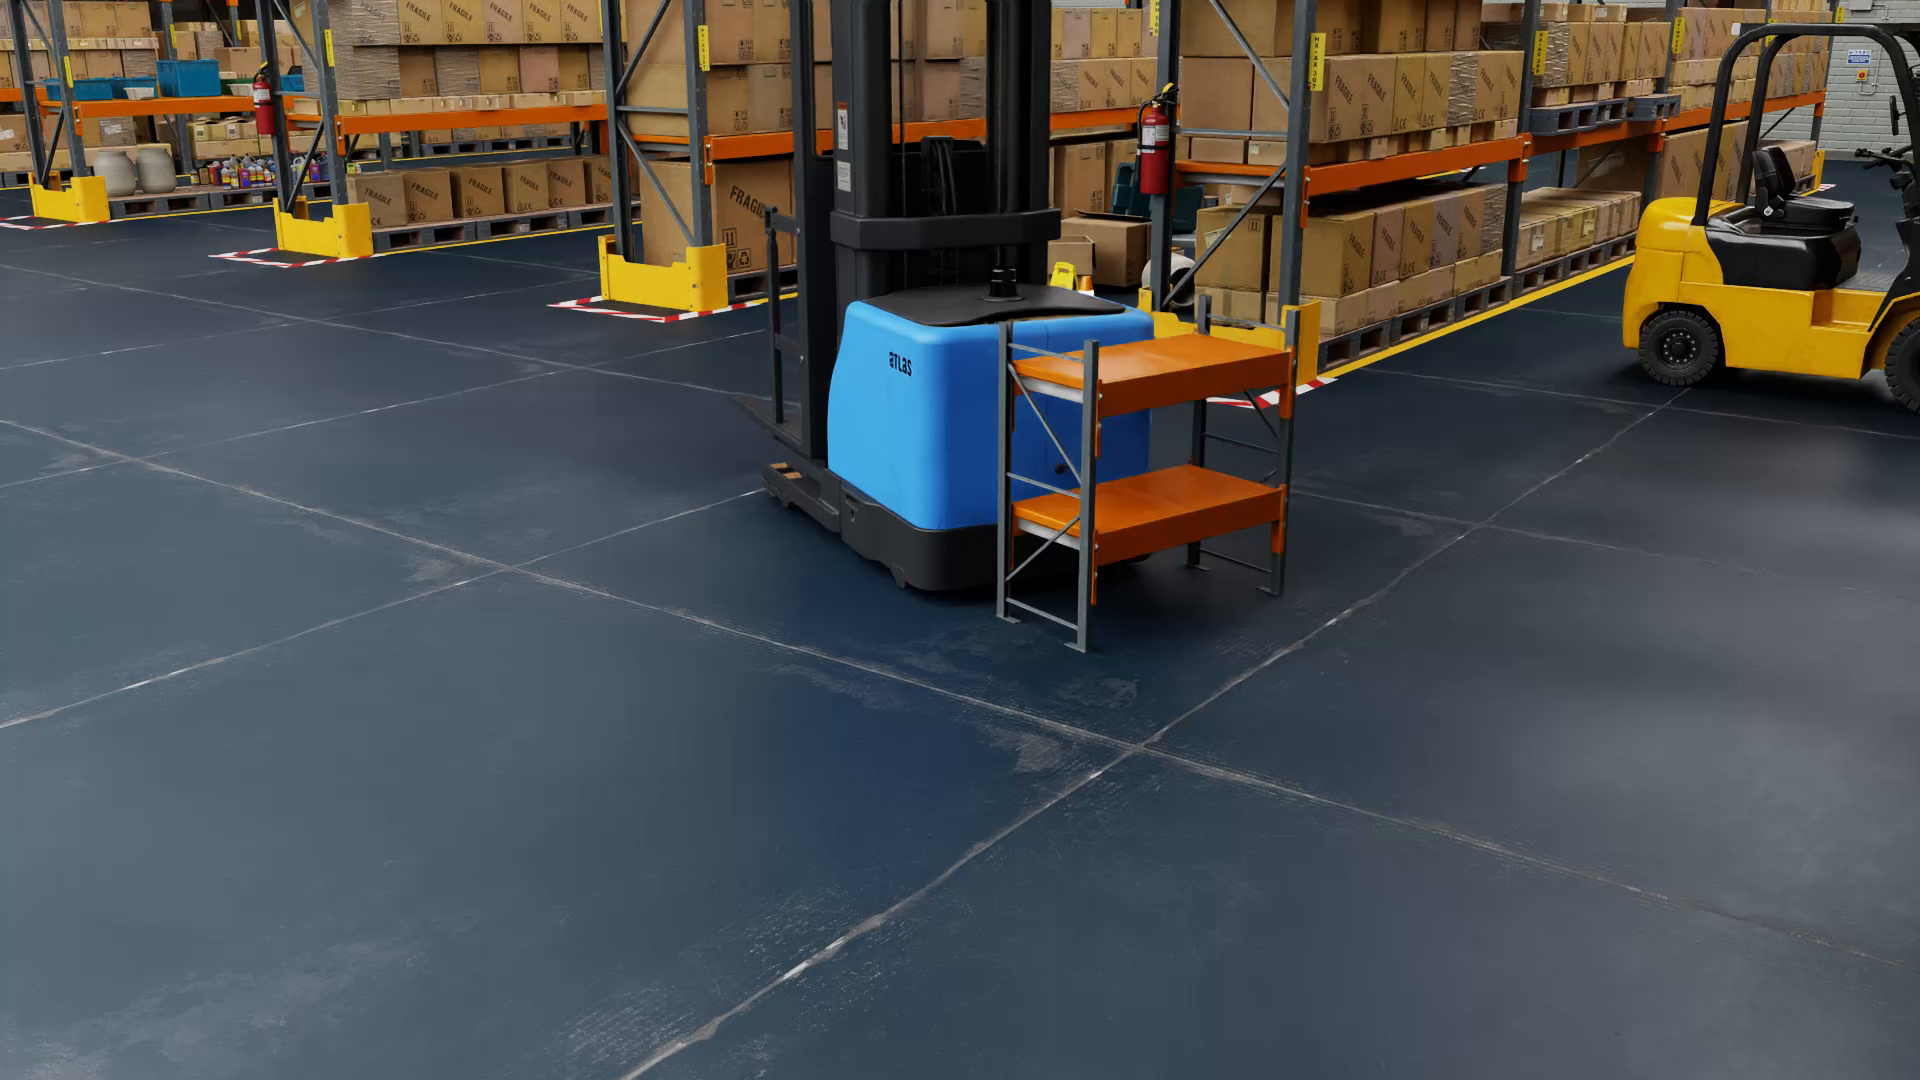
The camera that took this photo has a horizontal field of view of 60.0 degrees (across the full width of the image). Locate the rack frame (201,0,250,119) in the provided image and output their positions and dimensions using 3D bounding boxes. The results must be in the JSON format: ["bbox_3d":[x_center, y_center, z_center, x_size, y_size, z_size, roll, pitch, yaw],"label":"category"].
[{"bbox_3d":[-13.462,-8.784,30.473,1.000,3.000,0.127,12,21,35],"label":"rack frame"}]

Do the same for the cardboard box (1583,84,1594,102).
[{"bbox_3d":[5.230,-3.862,14.339,0.380,0.149,0.250,13,21,35],"label":"cardboard box"}]

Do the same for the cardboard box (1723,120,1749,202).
[{"bbox_3d":[8.509,-4.384,19.178,0.875,0.875,0.875,13,22,36],"label":"cardboard box"}]

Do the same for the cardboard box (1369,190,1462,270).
[{"bbox_3d":[3.306,-2.269,12.155,0.500,0.500,0.500,14,22,38],"label":"cardboard box"}]

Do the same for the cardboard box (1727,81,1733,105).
[{"bbox_3d":[8.129,-4.899,18.215,0.500,0.250,0.500,12,21,33],"label":"cardboard box"}]

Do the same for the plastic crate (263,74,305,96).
[{"bbox_3d":[-8.330,-5.698,20.787,0.499,0.251,0.616,12,21,35],"label":"plastic crate"}]

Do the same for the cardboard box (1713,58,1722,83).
[{"bbox_3d":[7.860,-5.009,17.727,0.500,0.250,0.500,13,21,36],"label":"cardboard box"}]

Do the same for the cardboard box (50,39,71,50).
[{"bbox_3d":[-12.612,-6.910,23.175,0.380,0.149,0.250,13,22,36],"label":"cardboard box"}]

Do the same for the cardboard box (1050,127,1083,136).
[{"bbox_3d":[1.313,-6.440,25.799,0.875,0.875,0.875,12,21,35],"label":"cardboard box"}]

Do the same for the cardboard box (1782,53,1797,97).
[{"bbox_3d":[9.909,-5.710,20.404,0.500,0.500,0.500,13,21,35],"label":"cardboard box"}]

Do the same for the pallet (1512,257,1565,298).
[{"bbox_3d":[4.510,-2.309,14.322,1.003,0.211,1.213,12,21,35],"label":"pallet"}]

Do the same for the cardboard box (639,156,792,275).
[{"bbox_3d":[-2.020,-2.712,13.792,0.875,0.875,0.875,13,21,35],"label":"cardboard box"}]

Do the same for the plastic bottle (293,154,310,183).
[{"bbox_3d":[-8.348,-4.699,21.043,0.144,0.351,0.185,12,21,34],"label":"plastic bottle"}]

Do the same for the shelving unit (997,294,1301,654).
[{"bbox_3d":[0.707,-0.284,6.261,1.048,1.125,0.538,-13,21,-36],"label":"shelving unit"}]

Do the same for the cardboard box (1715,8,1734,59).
[{"bbox_3d":[7.833,-5.367,17.613,0.500,0.500,0.500,13,21,36],"label":"cardboard box"}]

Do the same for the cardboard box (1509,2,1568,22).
[{"bbox_3d":[4.612,-4.204,13.252,0.380,0.149,0.250,12,21,34],"label":"cardboard box"}]

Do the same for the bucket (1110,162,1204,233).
[{"bbox_3d":[1.783,-3.028,14.893,0.620,0.611,0.726,0,14,-35],"label":"bucket"}]

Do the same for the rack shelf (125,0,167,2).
[{"bbox_3d":[-13.056,-7.570,22.717,1.077,0.370,4.000,12,21,35],"label":"rack shelf"}]

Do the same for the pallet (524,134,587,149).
[{"bbox_3d":[-7.552,-7.330,30.493,1.003,0.211,1.213,12,21,35],"label":"pallet"}]

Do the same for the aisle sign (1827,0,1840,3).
[{"bbox_3d":[11.490,-7.517,22.007,0.394,0.787,0.004,12,21,35],"label":"aisle sign"}]

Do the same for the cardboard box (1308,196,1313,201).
[{"bbox_3d":[2.249,-2.453,11.654,0.380,0.149,0.250,13,21,36],"label":"cardboard box"}]

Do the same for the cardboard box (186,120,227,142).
[{"bbox_3d":[-11.418,-6.167,25.027,0.500,0.311,0.500,13,21,35],"label":"cardboard box"}]

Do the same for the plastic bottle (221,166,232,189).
[{"bbox_3d":[-8.942,-4.412,20.253,0.097,0.271,0.097,0,17,0],"label":"plastic bottle"}]

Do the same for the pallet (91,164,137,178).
[{"bbox_3d":[-12.372,-5.444,24.417,1.003,0.211,1.213,12,21,35],"label":"pallet"}]

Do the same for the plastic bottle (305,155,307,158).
[{"bbox_3d":[-8.601,-4.910,21.848,0.152,0.276,0.135,13,22,37],"label":"plastic bottle"}]

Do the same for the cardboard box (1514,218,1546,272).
[{"bbox_3d":[4.358,-2.526,14.042,0.950,0.372,0.625,13,21,35],"label":"cardboard box"}]

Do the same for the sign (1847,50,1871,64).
[{"bbox_3d":[14.536,-7.812,26.886,0.327,0.218,0.001,12,21,35],"label":"sign"}]

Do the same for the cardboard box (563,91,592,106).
[{"bbox_3d":[-4.216,-4.797,18.055,0.380,0.149,0.250,12,21,35],"label":"cardboard box"}]

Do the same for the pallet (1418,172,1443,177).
[{"bbox_3d":[6.604,-5.626,25.006,1.003,0.211,1.213,12,21,35],"label":"pallet"}]

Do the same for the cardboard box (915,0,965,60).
[{"bbox_3d":[-0.470,-4.659,15.116,0.875,0.550,0.550,12,21,35],"label":"cardboard box"}]

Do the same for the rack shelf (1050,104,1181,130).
[{"bbox_3d":[1.204,-4.438,17.690,1.077,0.370,4.000,12,21,35],"label":"rack shelf"}]

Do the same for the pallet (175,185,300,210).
[{"bbox_3d":[-9.049,-4.305,20.750,1.003,0.211,1.213,12,21,35],"label":"pallet"}]

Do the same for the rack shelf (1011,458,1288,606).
[{"bbox_3d":[0.707,-0.050,6.333,1.000,0.278,0.538,-13,21,-36],"label":"rack shelf"}]

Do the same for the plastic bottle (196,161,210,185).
[{"bbox_3d":[-9.475,-4.587,20.796,0.061,0.283,0.133,13,22,36],"label":"plastic bottle"}]

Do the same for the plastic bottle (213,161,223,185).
[{"bbox_3d":[-9.272,-4.593,20.813,0.061,0.283,0.133,12,21,35],"label":"plastic bottle"}]

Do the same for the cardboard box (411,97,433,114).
[{"bbox_3d":[-5.476,-4.335,16.569,0.380,0.149,0.250,12,21,35],"label":"cardboard box"}]

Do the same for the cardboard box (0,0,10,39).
[{"bbox_3d":[-13.319,-7.040,22.499,0.700,0.500,0.500,13,21,35],"label":"cardboard box"}]

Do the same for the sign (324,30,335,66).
[{"bbox_3d":[-5.859,-4.571,15.445,0.100,0.325,0.005,12,21,35],"label":"sign"}]

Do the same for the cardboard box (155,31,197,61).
[{"bbox_3d":[-14.045,-8.791,29.583,0.700,0.500,0.500,10,20,30],"label":"cardboard box"}]

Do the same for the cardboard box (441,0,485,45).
[{"bbox_3d":[-5.148,-5.240,16.705,0.500,0.500,0.500,12,21,35],"label":"cardboard box"}]

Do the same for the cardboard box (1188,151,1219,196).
[{"bbox_3d":[3.022,-4.388,19.823,0.500,0.500,0.500,11,21,32],"label":"cardboard box"}]

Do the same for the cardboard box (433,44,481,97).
[{"bbox_3d":[-5.411,-4.821,17.040,0.875,0.500,0.500,12,21,35],"label":"cardboard box"}]

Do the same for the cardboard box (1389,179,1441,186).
[{"bbox_3d":[3.479,-2.607,13.246,0.500,0.500,0.500,14,22,37],"label":"cardboard box"}]

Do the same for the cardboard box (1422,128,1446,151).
[{"bbox_3d":[3.198,-2.838,11.749,0.380,0.149,0.250,13,21,35],"label":"cardboard box"}]

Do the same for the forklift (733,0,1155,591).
[{"bbox_3d":[-0.294,-1.598,7.448,1.130,2.935,3.031,-8,19,-23],"label":"forklift"}]

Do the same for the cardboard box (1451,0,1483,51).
[{"bbox_3d":[3.611,-4.055,12.889,0.700,0.500,0.500,12,21,34],"label":"cardboard box"}]

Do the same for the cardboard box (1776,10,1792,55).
[{"bbox_3d":[9.599,-6.075,19.894,0.500,0.500,0.500,12,21,34],"label":"cardboard box"}]

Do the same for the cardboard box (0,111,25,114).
[{"bbox_3d":[-13.284,-5.790,23.494,0.500,0.500,0.500,12,21,35],"label":"cardboard box"}]

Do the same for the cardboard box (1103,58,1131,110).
[{"bbox_3d":[1.444,-4.791,17.444,0.500,0.500,0.500,13,21,36],"label":"cardboard box"}]

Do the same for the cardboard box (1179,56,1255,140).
[{"bbox_3d":[1.766,-2.870,10.757,0.500,0.500,0.500,12,21,34],"label":"cardboard box"}]

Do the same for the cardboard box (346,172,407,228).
[{"bbox_3d":[-5.909,-3.406,16.659,0.500,0.500,0.500,-15,23,-40],"label":"cardboard box"}]

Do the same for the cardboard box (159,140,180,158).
[{"bbox_3d":[-11.850,-5.995,25.418,0.500,0.250,0.500,12,21,34],"label":"cardboard box"}]

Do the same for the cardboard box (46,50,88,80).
[{"bbox_3d":[-12.735,-6.653,23.440,0.700,0.500,0.500,13,21,35],"label":"cardboard box"}]

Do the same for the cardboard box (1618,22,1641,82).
[{"bbox_3d":[5.784,-4.395,14.960,0.500,0.500,0.500,11,20,31],"label":"cardboard box"}]

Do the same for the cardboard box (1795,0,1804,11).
[{"bbox_3d":[10.133,-6.584,20.439,0.380,0.149,0.250,12,21,35],"label":"cardboard box"}]

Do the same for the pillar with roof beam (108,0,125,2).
[{"bbox_3d":[-11.474,-10.732,26.629,9.100,9.000,0.400,12,21,35],"label":"pillar with roof beam"}]

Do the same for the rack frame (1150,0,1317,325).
[{"bbox_3d":[1.664,-2.502,10.242,1.000,3.000,0.127,12,21,35],"label":"rack frame"}]
